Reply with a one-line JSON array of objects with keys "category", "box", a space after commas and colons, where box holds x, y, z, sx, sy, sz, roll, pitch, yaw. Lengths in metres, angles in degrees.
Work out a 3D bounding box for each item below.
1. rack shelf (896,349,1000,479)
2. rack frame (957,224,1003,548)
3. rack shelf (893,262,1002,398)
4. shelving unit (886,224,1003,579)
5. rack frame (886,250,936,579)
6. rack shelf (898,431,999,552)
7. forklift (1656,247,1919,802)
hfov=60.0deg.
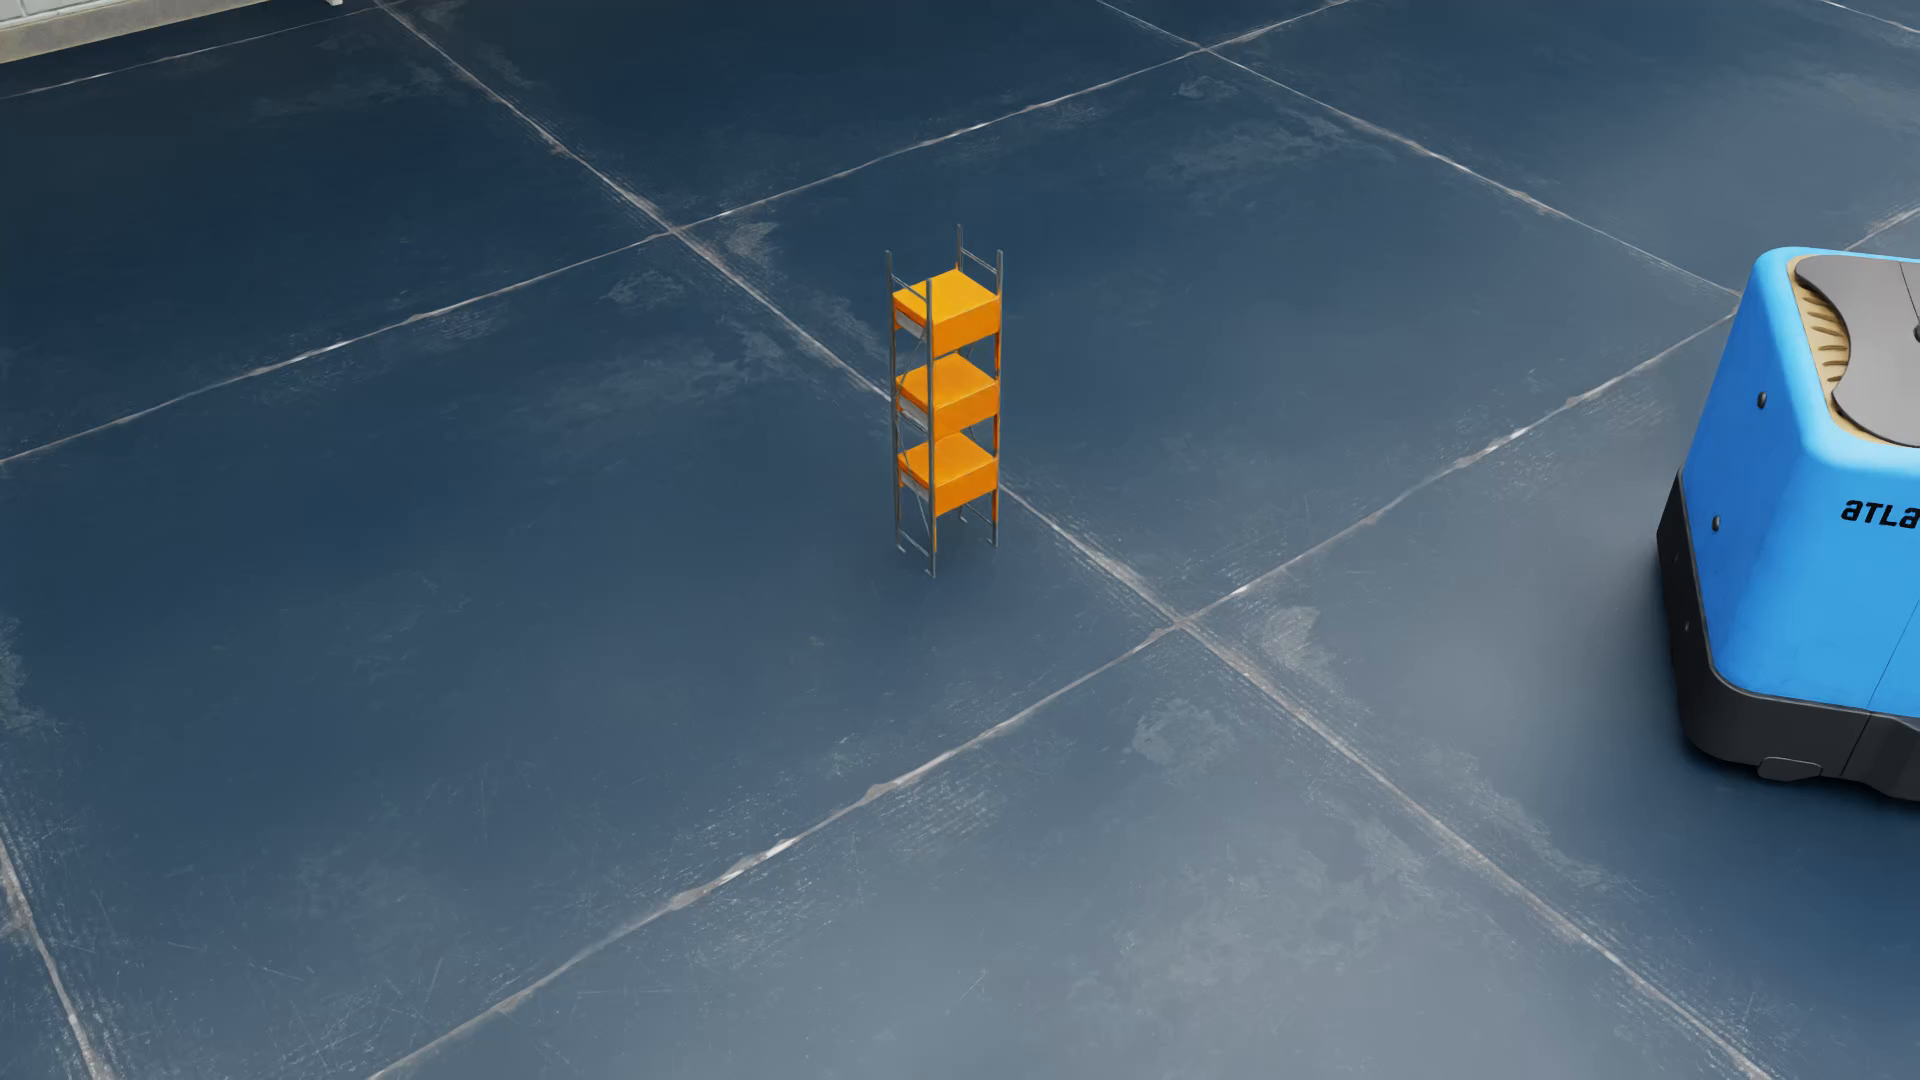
[{"category": "rack shelf", "box": [-0.042, -0.377, 4.899, 0.240, 0.259, 0.215, -26, 46, -28]}, {"category": "rack frame", "box": [0.054, -0.432, 4.949, 0.008, 1.050, 0.200, -26, 46, -28]}, {"category": "rack shelf", "box": [-0.042, -0.596, 4.719, 0.240, 0.259, 0.215, -26, 46, -28]}, {"category": "shelving unit", "box": [-0.042, -0.385, 4.892, 0.252, 1.050, 0.215, -26, 46, -28]}, {"category": "rack frame", "box": [-0.139, -0.338, 4.834, 0.008, 1.050, 0.200, -26, 46, -28]}, {"category": "rack shelf", "box": [-0.042, -0.162, 5.075, 0.240, 0.259, 0.215, -26, 46, -28]}, {"category": "forklift", "box": [3.536, -0.610, 3.683, 3.031, 2.935, 1.130, 8, 40, 10]}]
